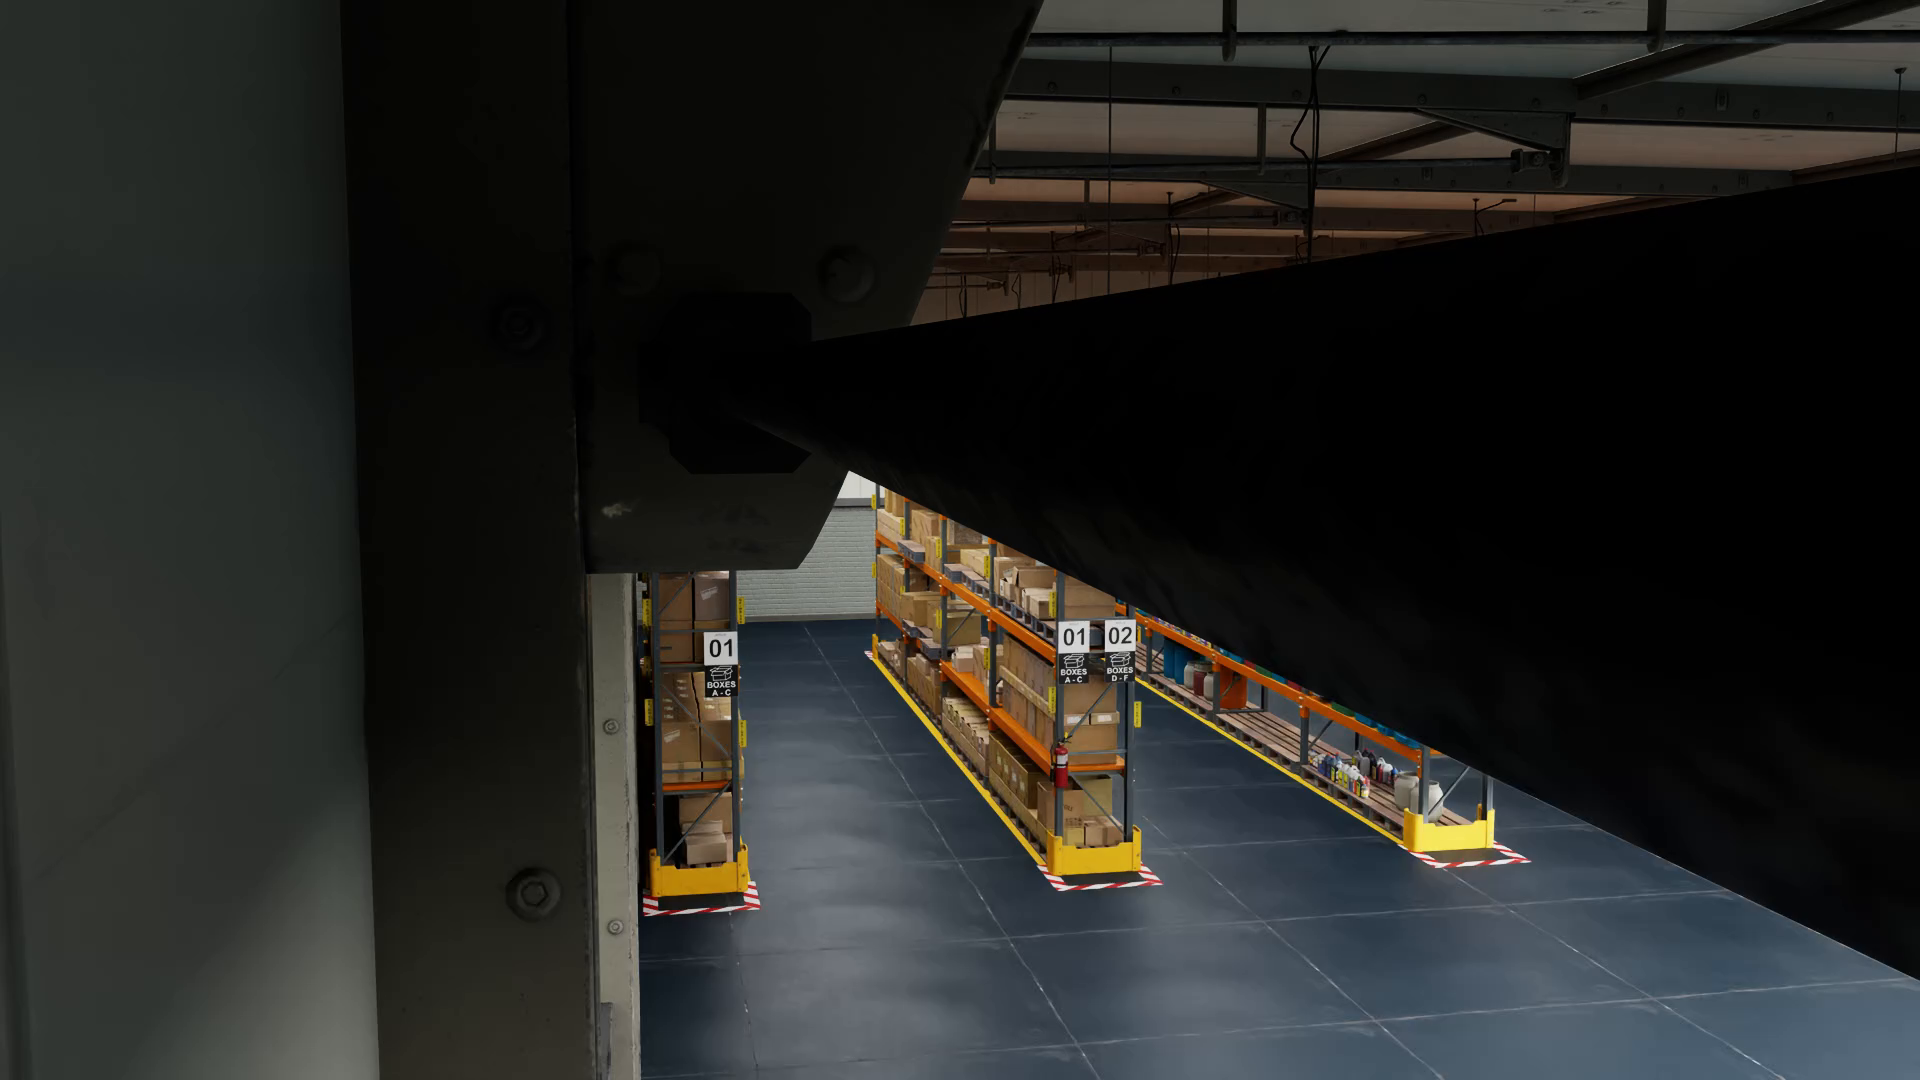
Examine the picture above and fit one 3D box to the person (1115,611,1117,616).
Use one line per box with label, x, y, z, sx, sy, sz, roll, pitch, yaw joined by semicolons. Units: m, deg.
person;3.452;1.543;38.688;0.509;1.654;0.336;-3;6;-24
